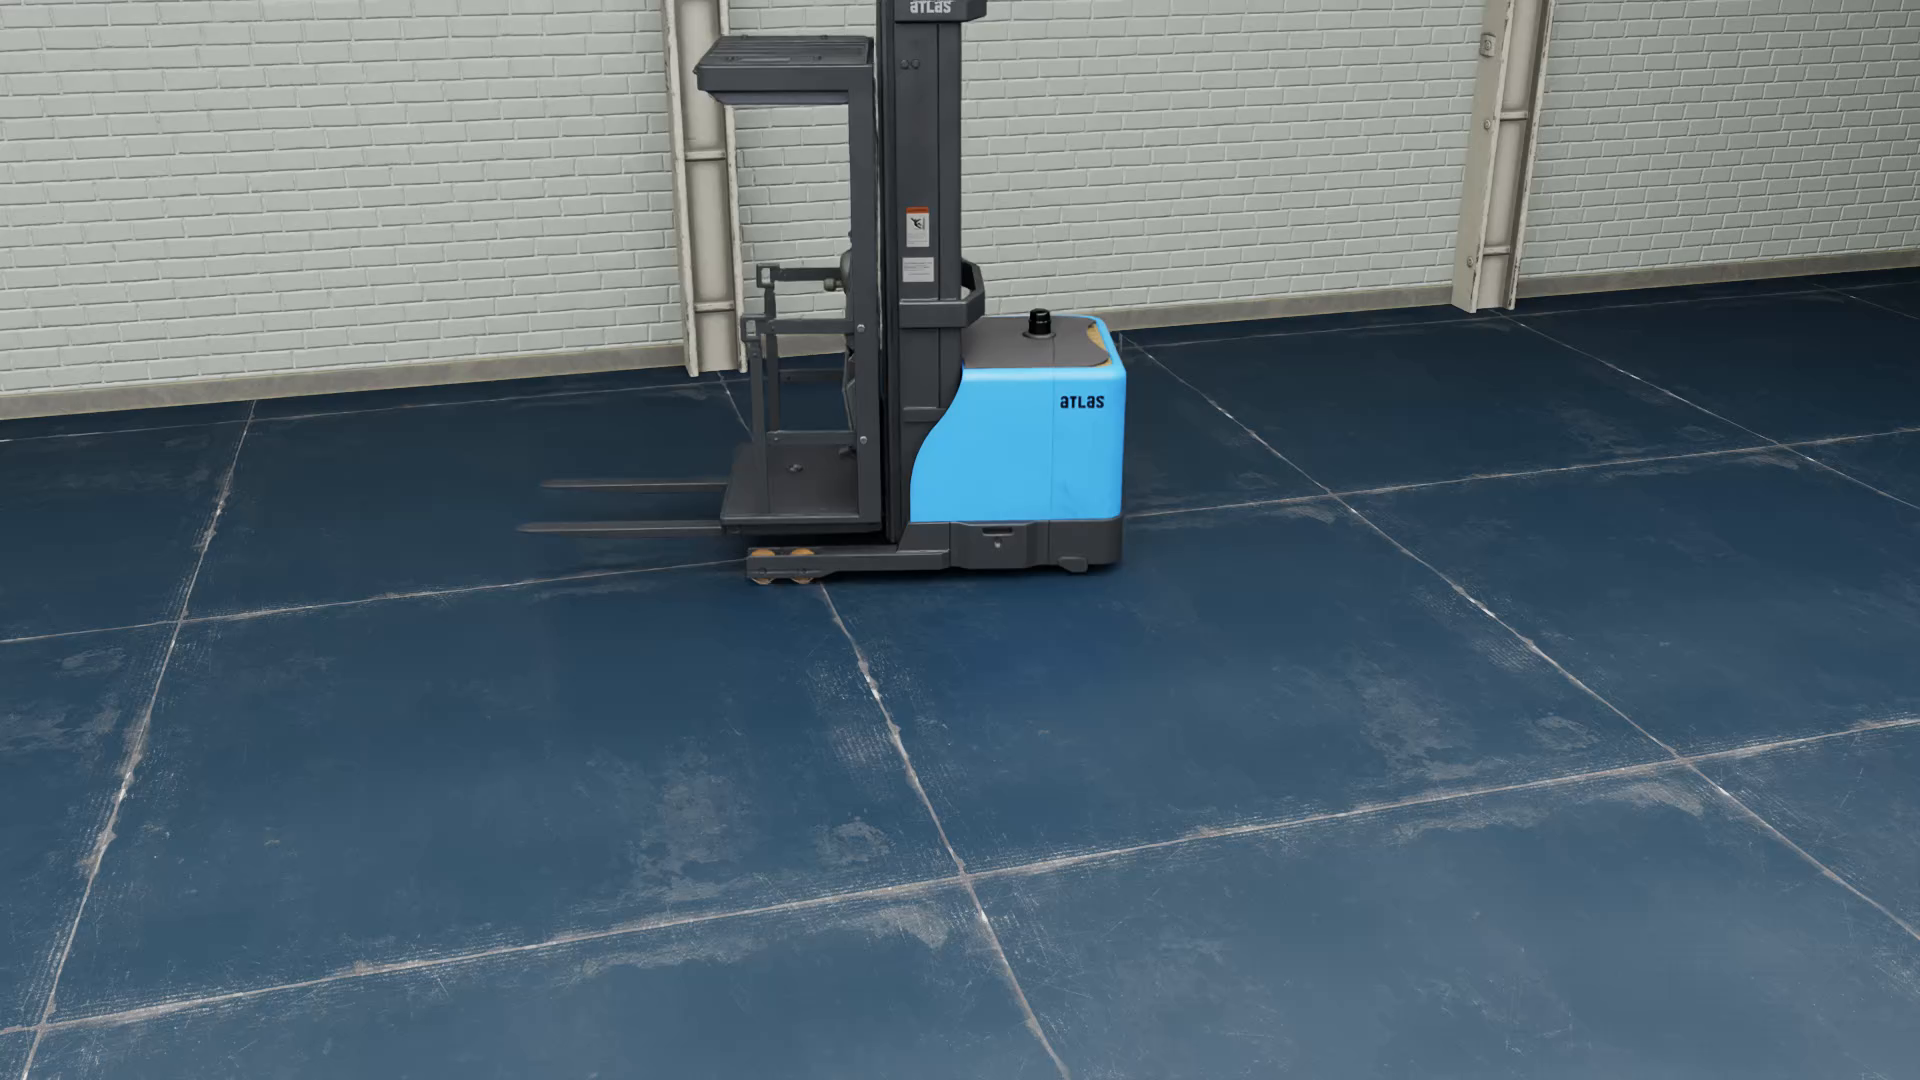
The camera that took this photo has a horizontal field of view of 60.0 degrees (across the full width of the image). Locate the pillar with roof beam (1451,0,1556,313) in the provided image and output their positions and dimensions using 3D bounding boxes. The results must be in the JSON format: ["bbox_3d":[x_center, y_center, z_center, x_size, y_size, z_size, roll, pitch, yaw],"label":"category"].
[{"bbox_3d":[5.249,-4.335,7.441,0.400,9.000,9.100,-6,24,-14],"label":"pillar with roof beam"}]

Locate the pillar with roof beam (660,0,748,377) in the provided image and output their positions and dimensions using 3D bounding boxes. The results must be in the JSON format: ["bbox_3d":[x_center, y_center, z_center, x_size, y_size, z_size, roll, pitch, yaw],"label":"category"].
[{"bbox_3d":[-0.528,-3.696,5.951,0.400,9.000,9.100,-6,24,-14],"label":"pillar with roof beam"}]

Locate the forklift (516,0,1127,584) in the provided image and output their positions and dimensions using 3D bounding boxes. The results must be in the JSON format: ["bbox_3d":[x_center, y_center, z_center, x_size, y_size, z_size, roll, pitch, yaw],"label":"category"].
[{"bbox_3d":[-0.715,-1.344,8.166,3.031,2.935,1.130,-1,23,-2],"label":"forklift"}]

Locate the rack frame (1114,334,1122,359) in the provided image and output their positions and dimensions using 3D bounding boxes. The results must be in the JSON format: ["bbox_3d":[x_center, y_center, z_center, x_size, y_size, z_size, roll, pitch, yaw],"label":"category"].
[{"bbox_3d":[0.809,-0.745,9.344,0.006,0.900,0.240,-17,29,-35],"label":"rack frame"}]

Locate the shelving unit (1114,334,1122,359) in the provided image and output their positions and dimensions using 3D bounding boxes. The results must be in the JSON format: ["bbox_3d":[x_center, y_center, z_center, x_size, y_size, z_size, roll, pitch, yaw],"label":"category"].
[{"bbox_3d":[0.730,-0.720,9.286,0.210,0.900,0.258,-17,29,-35],"label":"shelving unit"}]
